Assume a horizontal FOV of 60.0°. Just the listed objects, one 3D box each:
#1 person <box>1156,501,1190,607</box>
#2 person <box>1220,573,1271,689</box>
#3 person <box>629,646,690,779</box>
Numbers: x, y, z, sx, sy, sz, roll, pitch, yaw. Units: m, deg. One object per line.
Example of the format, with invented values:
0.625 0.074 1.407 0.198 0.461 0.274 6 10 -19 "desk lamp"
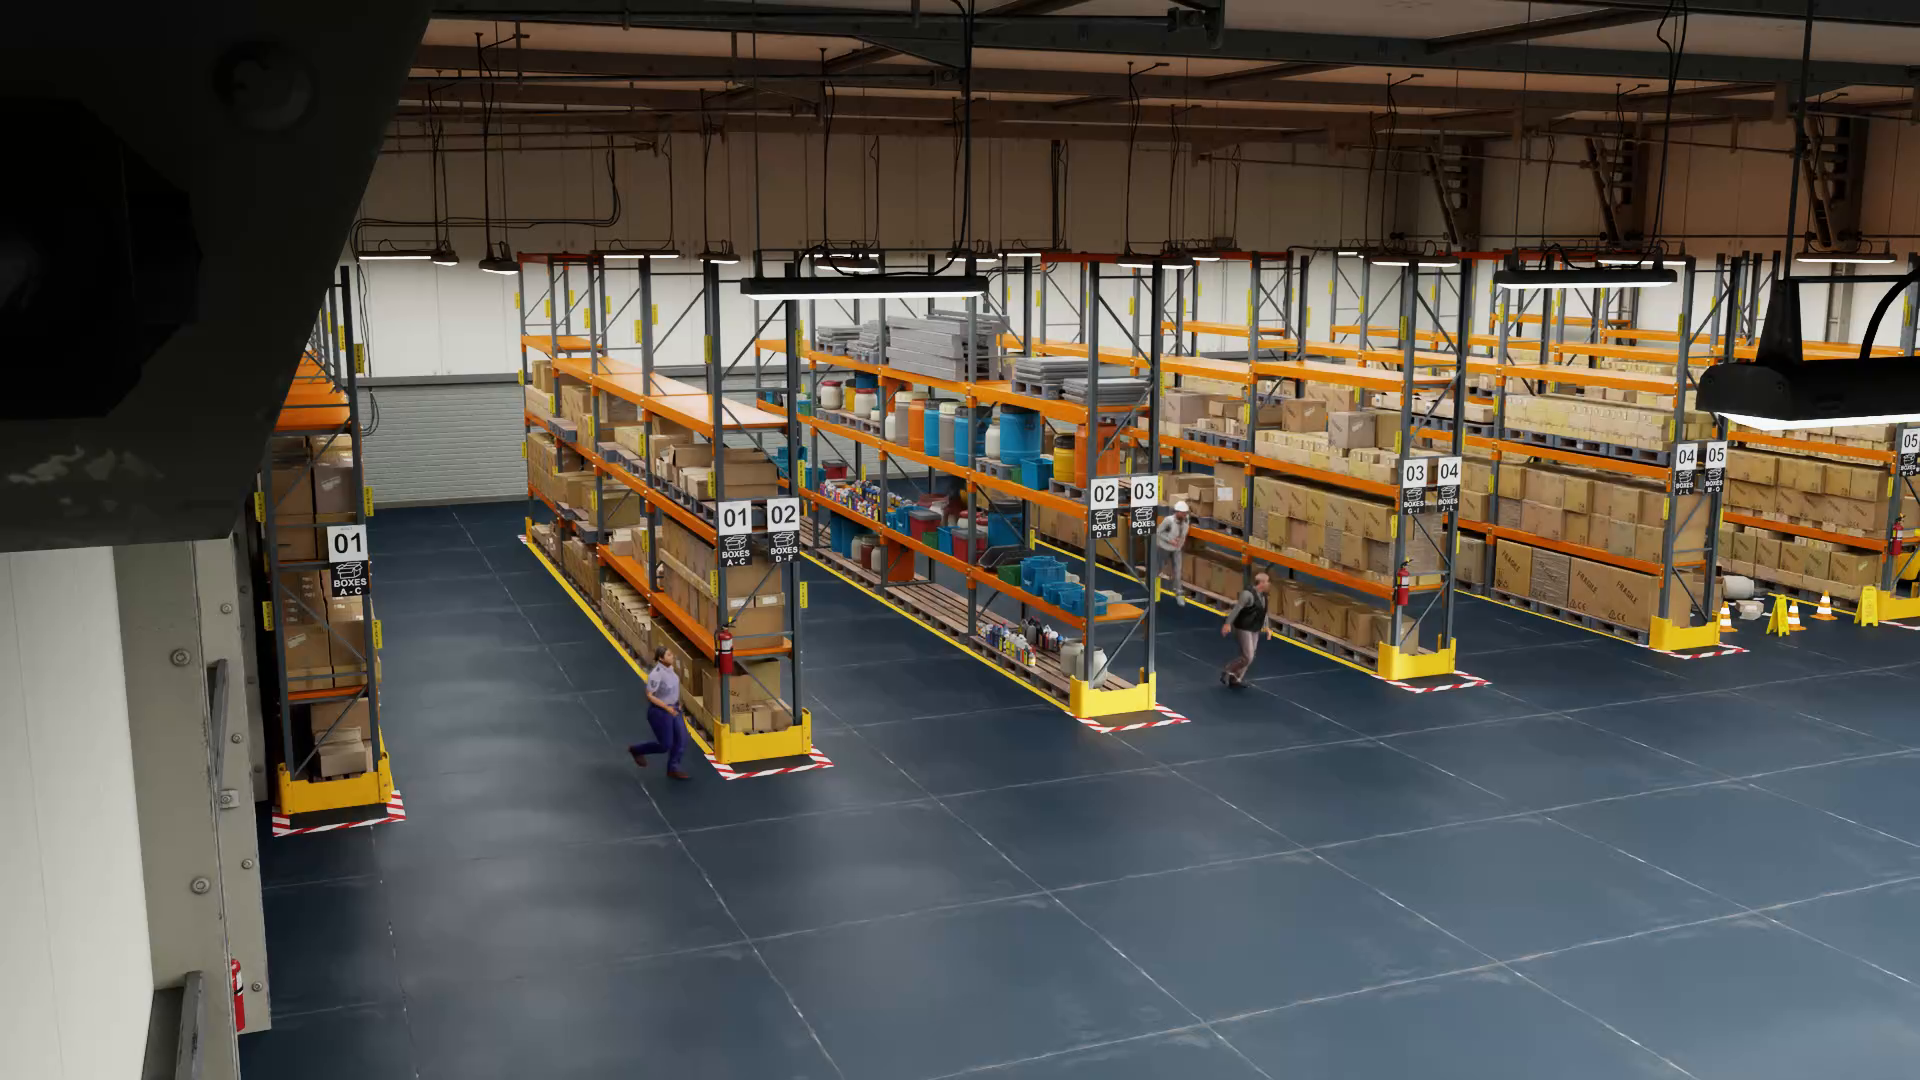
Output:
3.530 0.174 27.928 0.702 1.763 0.986 -7 12 -32 "person"
4.038 1.279 23.431 0.545 1.677 0.698 9 14 40 "person"
-3.538 2.032 19.594 0.709 1.602 0.615 3 11 16 "person"
